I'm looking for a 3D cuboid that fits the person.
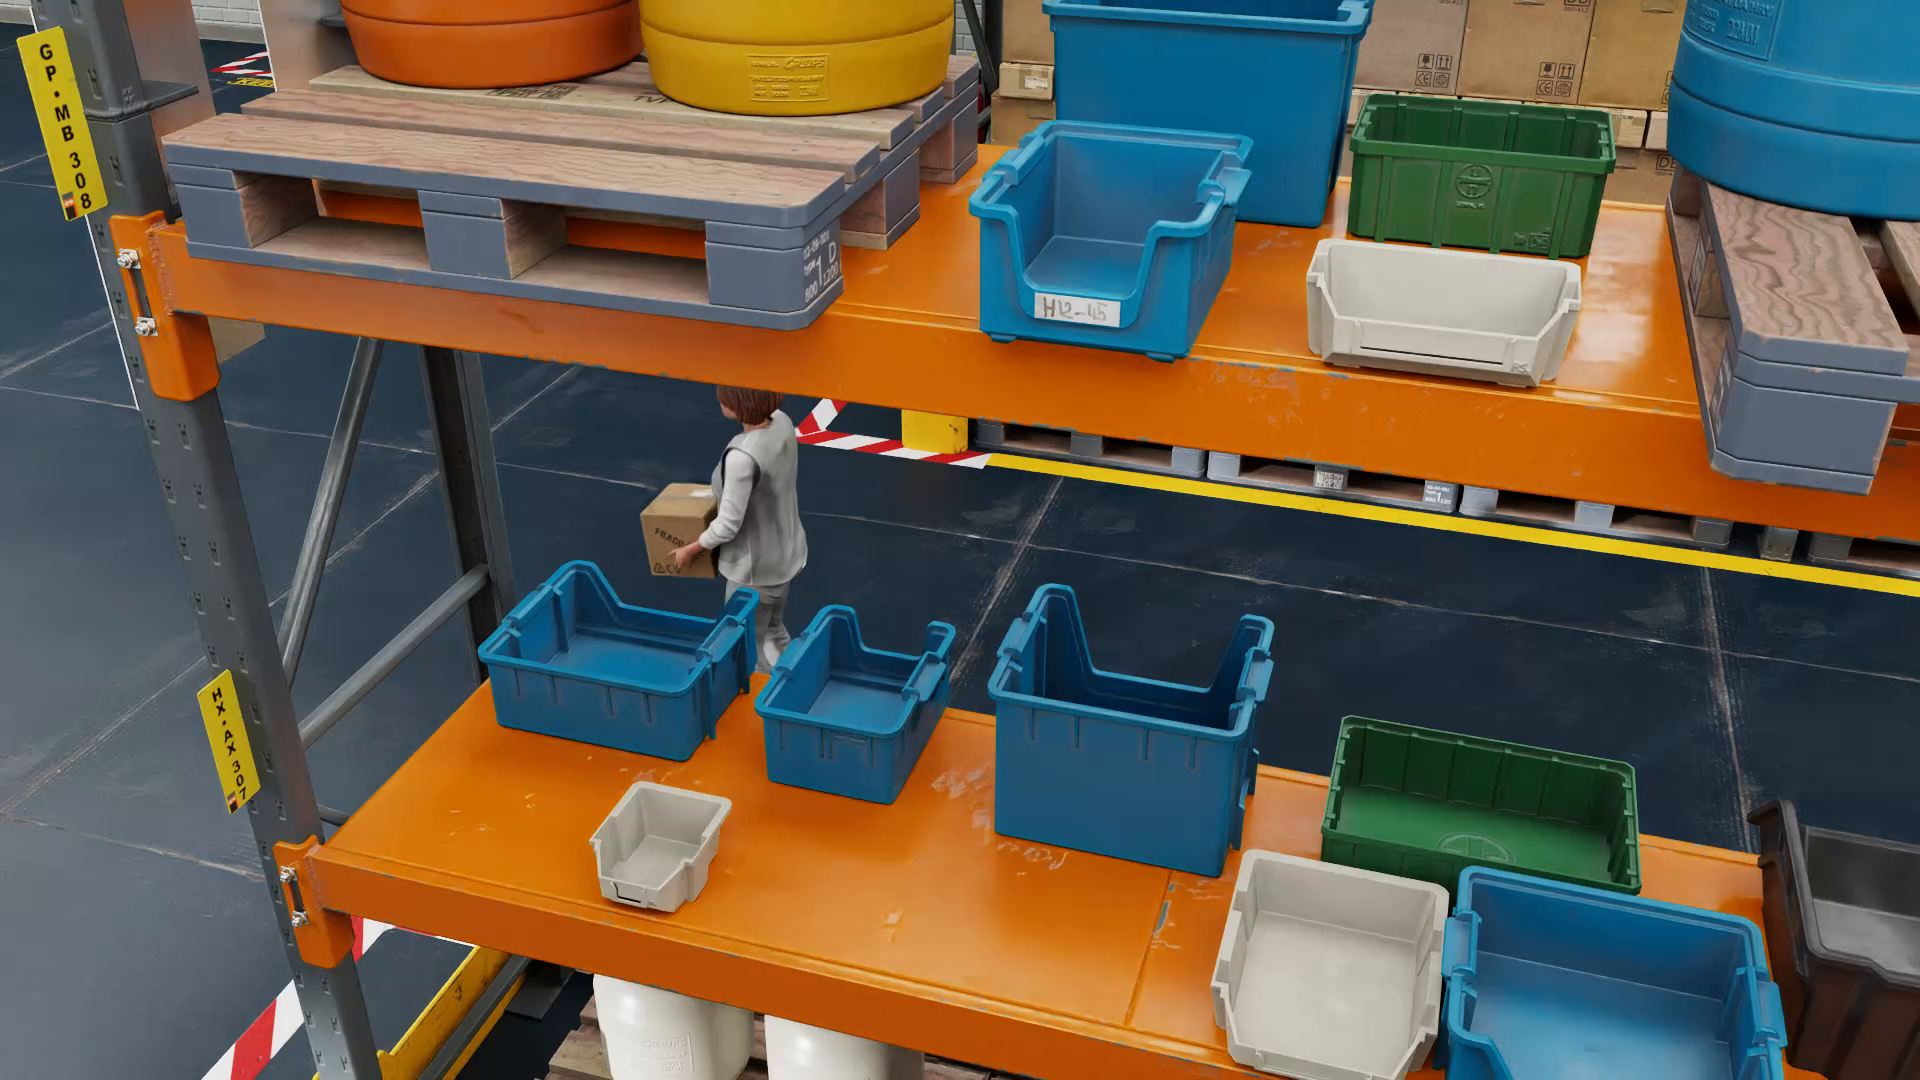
[{"bbox_3d":[-0.786,0.078,5.991,0.461,1.602,0.440,8,31,14],"label":"person"}]
